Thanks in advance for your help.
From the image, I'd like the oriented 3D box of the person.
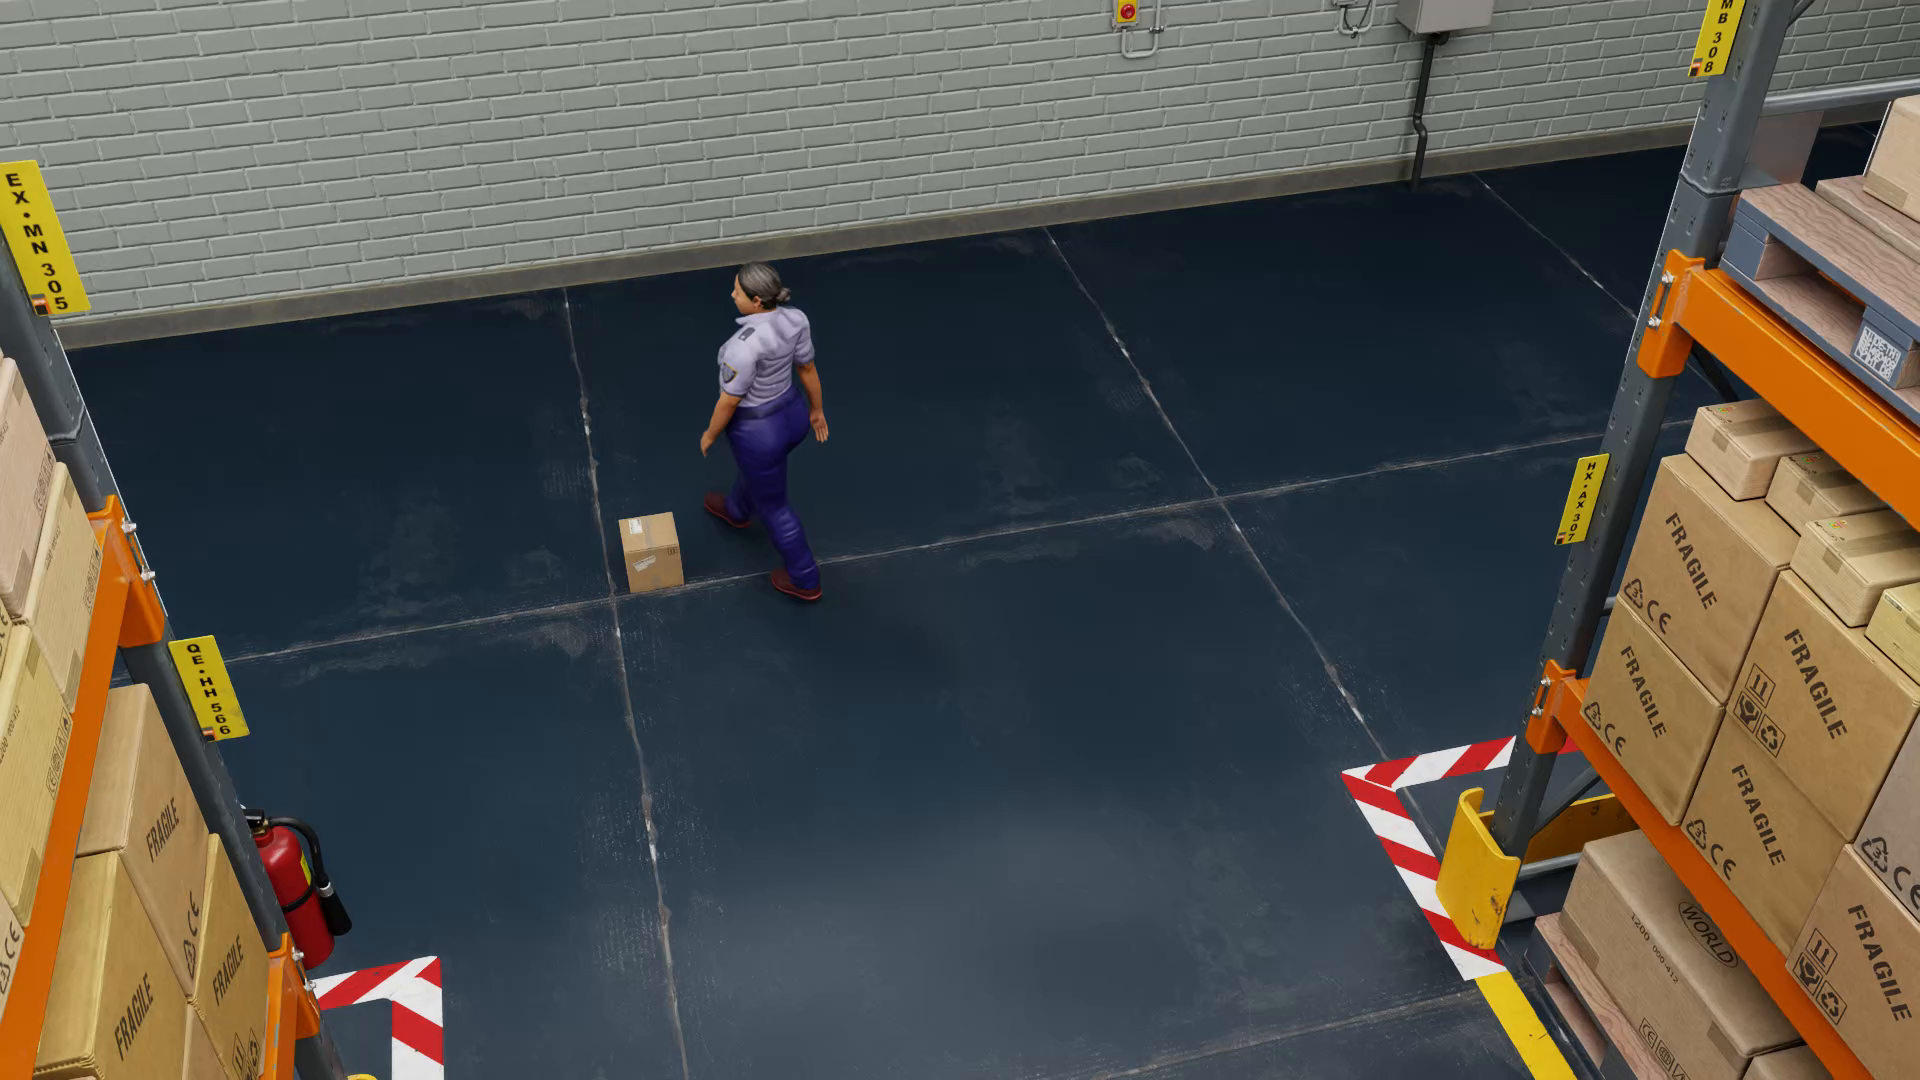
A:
[{"bbox_3d":[-0.965,-0.548,7.411,0.900,1.609,0.518,21,43,24],"label":"person"}]
